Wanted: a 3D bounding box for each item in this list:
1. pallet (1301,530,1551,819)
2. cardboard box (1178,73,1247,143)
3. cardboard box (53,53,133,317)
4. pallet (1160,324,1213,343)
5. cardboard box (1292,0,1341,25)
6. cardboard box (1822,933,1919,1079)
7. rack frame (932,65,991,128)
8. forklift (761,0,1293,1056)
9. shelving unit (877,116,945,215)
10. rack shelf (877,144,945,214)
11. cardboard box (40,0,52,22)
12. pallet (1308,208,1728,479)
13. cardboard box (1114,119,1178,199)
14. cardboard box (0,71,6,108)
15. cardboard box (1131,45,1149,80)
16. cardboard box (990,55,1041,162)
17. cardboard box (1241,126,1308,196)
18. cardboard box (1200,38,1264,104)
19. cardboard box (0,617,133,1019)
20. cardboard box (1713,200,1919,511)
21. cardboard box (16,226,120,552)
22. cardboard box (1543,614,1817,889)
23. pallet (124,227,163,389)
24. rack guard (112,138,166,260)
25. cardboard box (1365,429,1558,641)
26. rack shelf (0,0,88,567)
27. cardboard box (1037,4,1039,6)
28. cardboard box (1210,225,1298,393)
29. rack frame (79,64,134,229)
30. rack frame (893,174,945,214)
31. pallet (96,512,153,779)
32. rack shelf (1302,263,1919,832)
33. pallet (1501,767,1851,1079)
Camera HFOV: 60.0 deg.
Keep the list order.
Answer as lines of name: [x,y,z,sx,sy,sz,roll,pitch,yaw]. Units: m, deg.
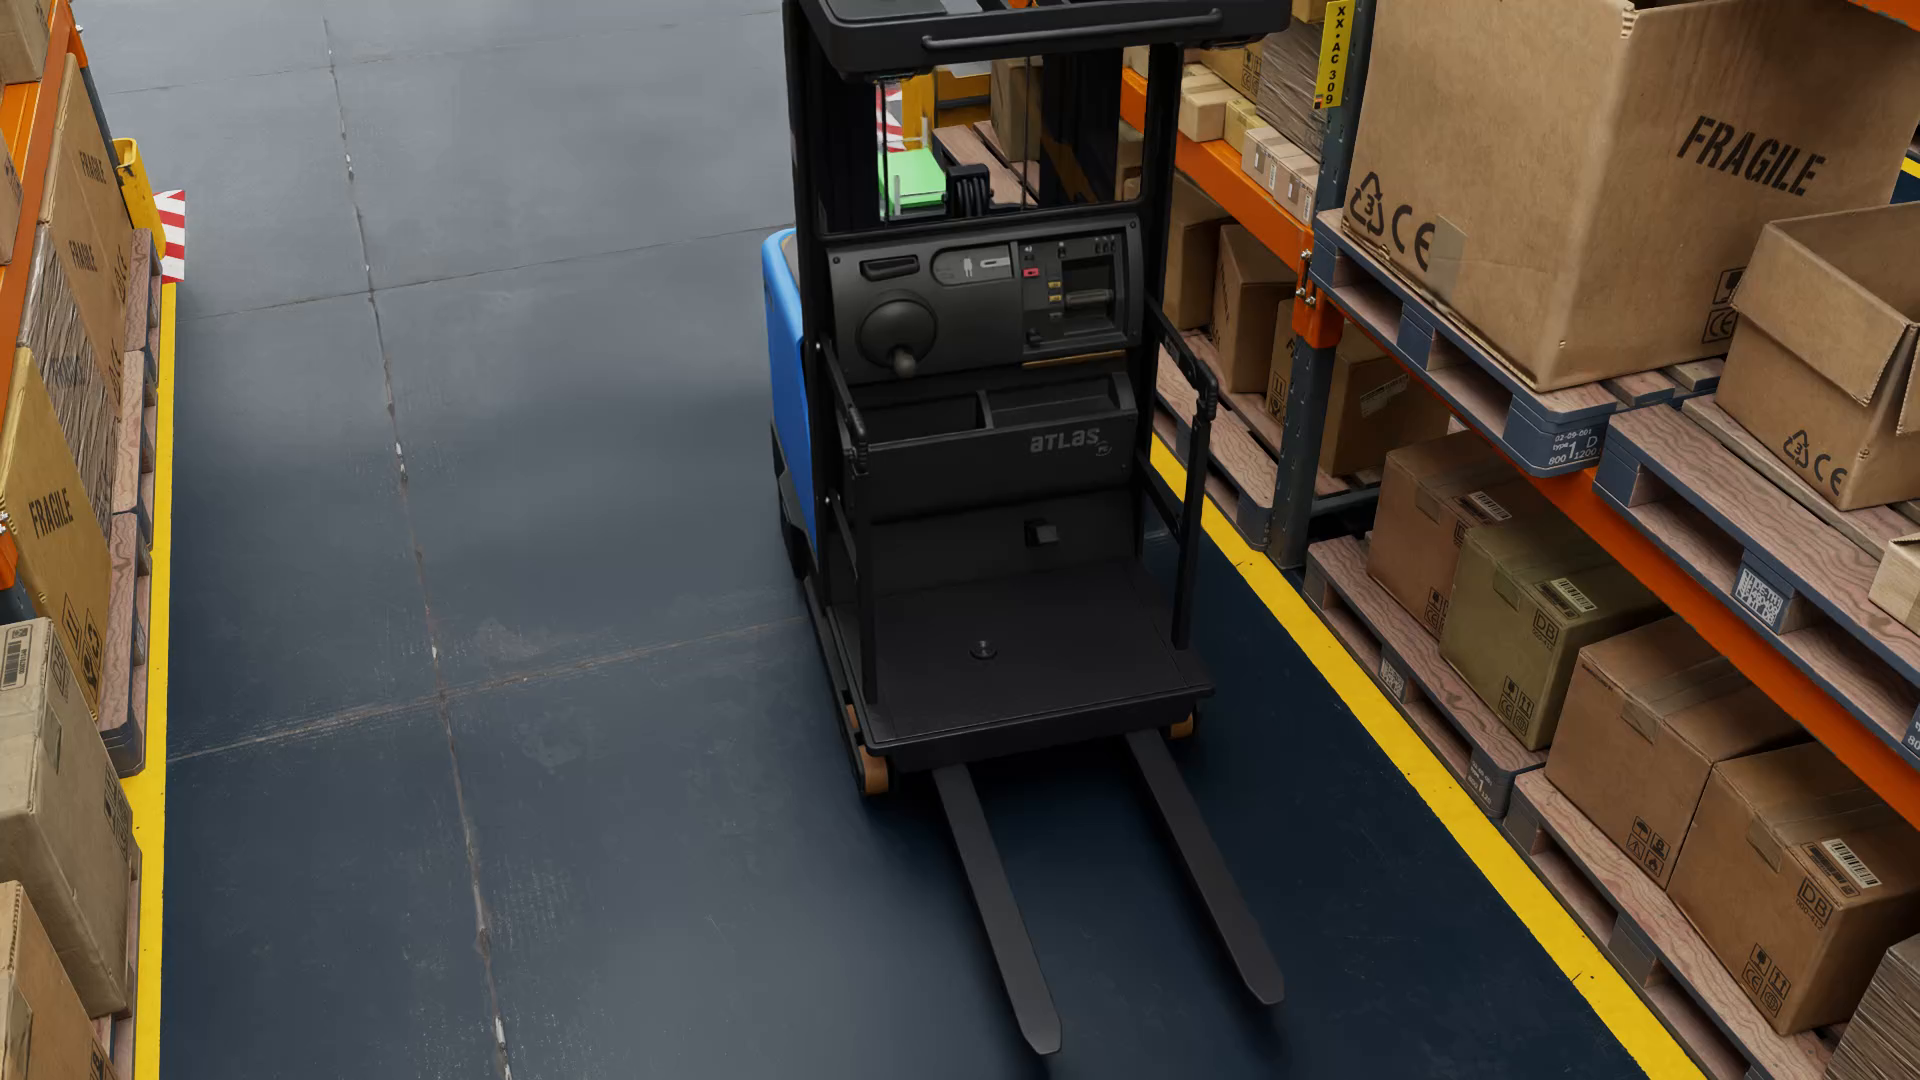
pallet: [1.894,0.336,5.628,1.003,0.211,1.213,-12,39,-16]
cardboard box: [0.978,-1.592,6.080,0.380,0.149,0.250,-12,39,-16]
cardboard box: [-4.148,-1.457,7.108,0.875,0.875,0.875,-12,39,-16]
pallet: [0.937,-1.166,7.622,1.003,0.211,1.213,-12,39,-16]
cardboard box: [1.212,-1.973,5.214,0.500,0.500,0.500,-12,39,-16]
cardboard box: [2.549,1.180,3.902,0.700,0.500,0.500,-16,40,-20]
rack frame: [0.249,-3.477,8.373,1.000,3.000,0.127,-12,39,-16]
forklift: [0.140,-0.633,4.655,1.130,2.935,3.031,-9,38,-12]
shelving unit: [-0.184,-0.998,6.577,0.258,1.200,0.503,-9,38,-12]
rack shelf: [-0.184,-1.330,6.327,0.258,0.148,0.480,-9,38,-12]
cardboard box: [-4.273,-2.367,6.774,0.875,0.550,0.550,-12,39,-16]
pallet: [1.752,-0.679,4.817,1.003,0.211,1.213,-12,39,-16]
cardboard box: [0.883,-1.602,7.612,0.500,0.500,0.500,-9,38,-12]
cardboard box: [-3.988,-1.718,5.913,0.875,0.550,0.550,-12,39,-16]
cardboard box: [0.892,-1.894,6.480,0.380,0.149,0.250,-12,39,-16]
cardboard box: [0.448,-2.290,8.526,0.500,0.500,0.500,-6,37,-7]
cardboard box: [1.198,-1.321,5.719,0.380,0.149,0.250,-12,39,-16]
cardboard box: [1.389,-1.933,5.992,0.875,0.500,0.500,-12,39,-16]
cardboard box: [-2.769,0.816,4.195,1.050,0.750,0.750,-13,39,-16]
cardboard box: [2.308,-0.466,3.941,0.797,0.503,0.637,-9,38,-11]
cardboard box: [-3.531,-0.445,5.764,0.875,0.875,0.875,-12,39,-16]
cardboard box: [2.156,0.546,4.744,0.700,0.500,0.500,-16,40,-20]
pallet: [-4.095,-0.958,7.346,1.003,0.211,1.213,-12,39,-16]
rack guard: [-4.451,-1.522,7.855,1.175,0.500,0.348,-12,39,-16]
cardboard box: [1.816,-0.043,5.526,0.700,0.500,0.500,-15,40,-19]
rack shelf: [-3.755,-1.090,5.802,1.077,0.370,4.000,-12,39,-16]
cardboard box: [0.548,-2.299,7.017,0.380,0.149,0.250,-12,39,-16]
cardboard box: [1.321,-0.943,6.737,0.500,0.500,0.500,-1,37,-1]
rack frame: [-4.443,-2.507,7.085,1.000,3.000,0.127,-12,39,-16]
rack frame: [-0.123,-0.855,6.388,0.240,1.200,0.015,-9,38,-12]
pallet: [-3.255,0.421,5.516,1.003,0.211,1.213,-12,39,-16]
rack shelf: [2.313,0.200,4.089,1.077,0.370,4.000,-12,39,-16]
pallet: [2.318,1.026,4.712,1.003,0.211,1.213,-12,39,-16]
